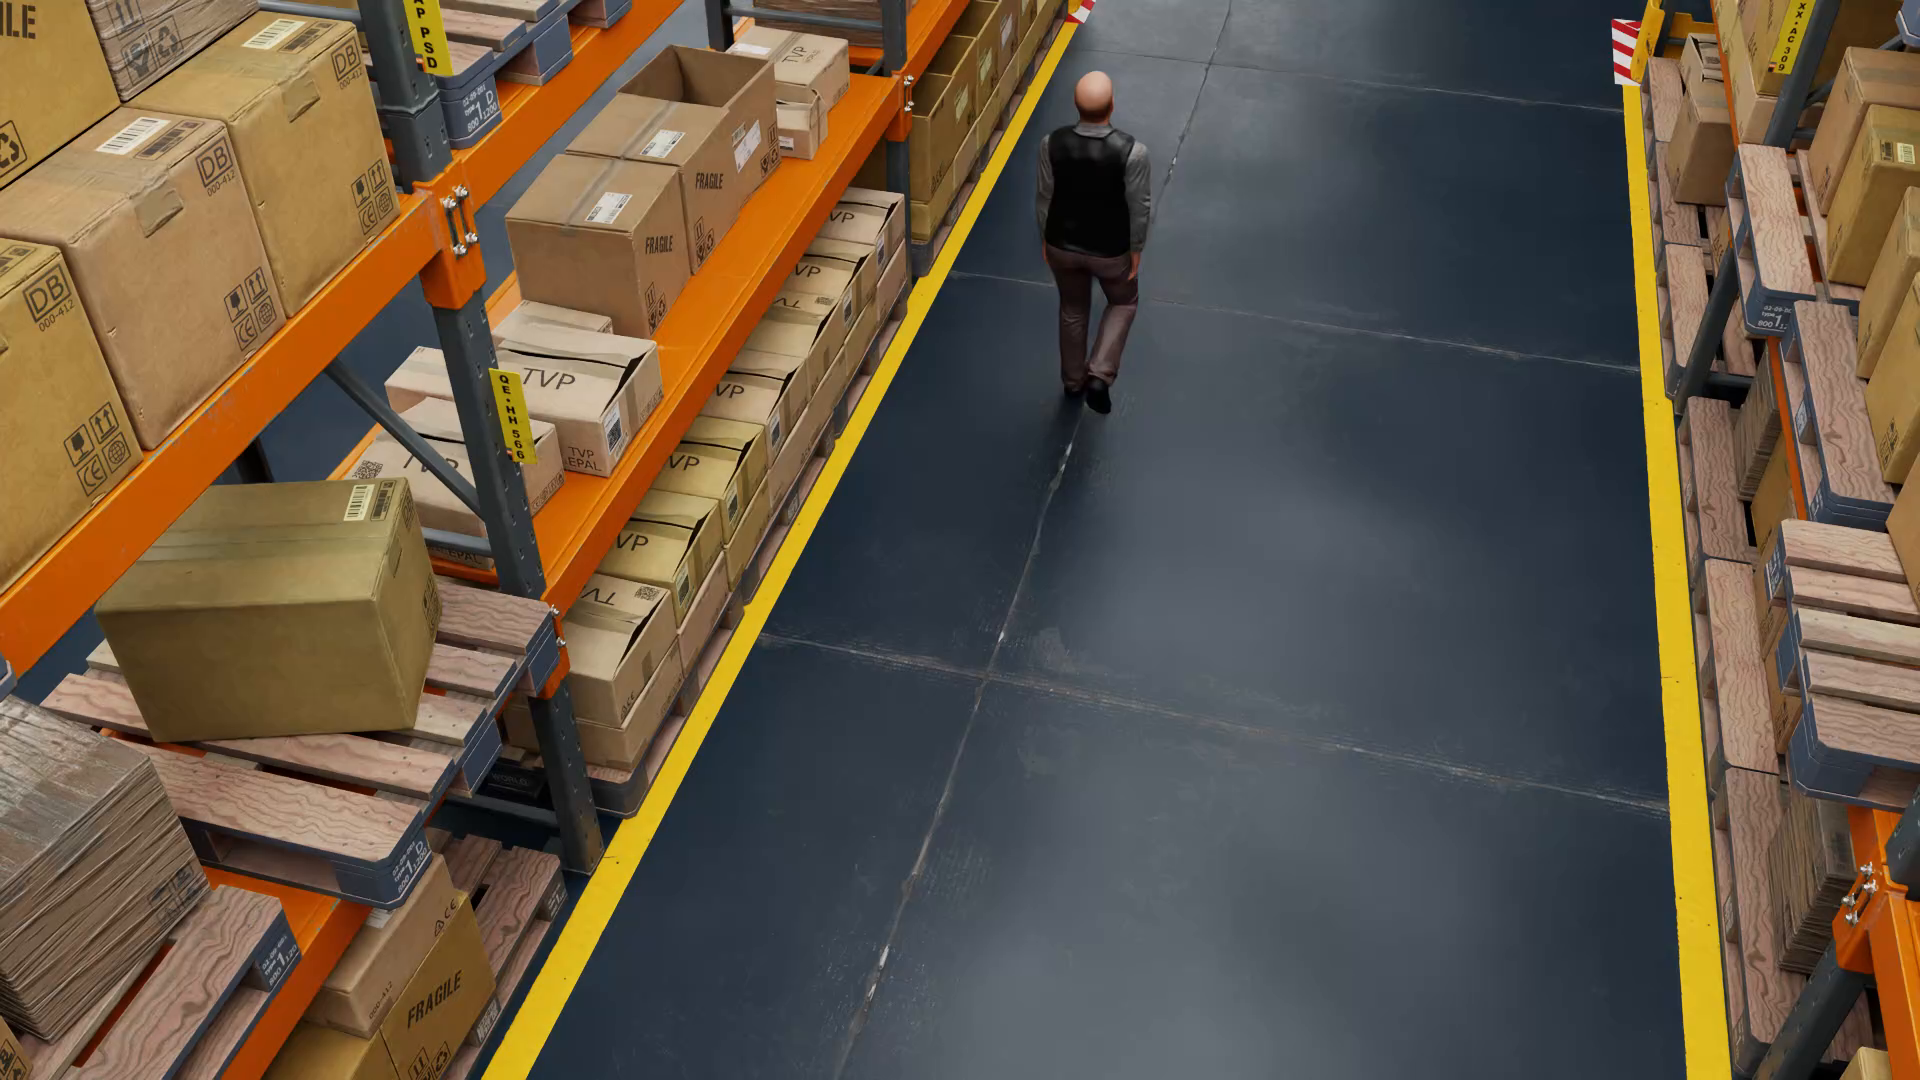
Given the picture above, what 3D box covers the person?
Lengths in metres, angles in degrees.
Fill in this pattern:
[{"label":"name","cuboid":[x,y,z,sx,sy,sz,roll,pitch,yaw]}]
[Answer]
[{"label":"person","cuboid":[0.605,-1.359,7.725,0.536,1.710,0.556,11,42,13]}]
